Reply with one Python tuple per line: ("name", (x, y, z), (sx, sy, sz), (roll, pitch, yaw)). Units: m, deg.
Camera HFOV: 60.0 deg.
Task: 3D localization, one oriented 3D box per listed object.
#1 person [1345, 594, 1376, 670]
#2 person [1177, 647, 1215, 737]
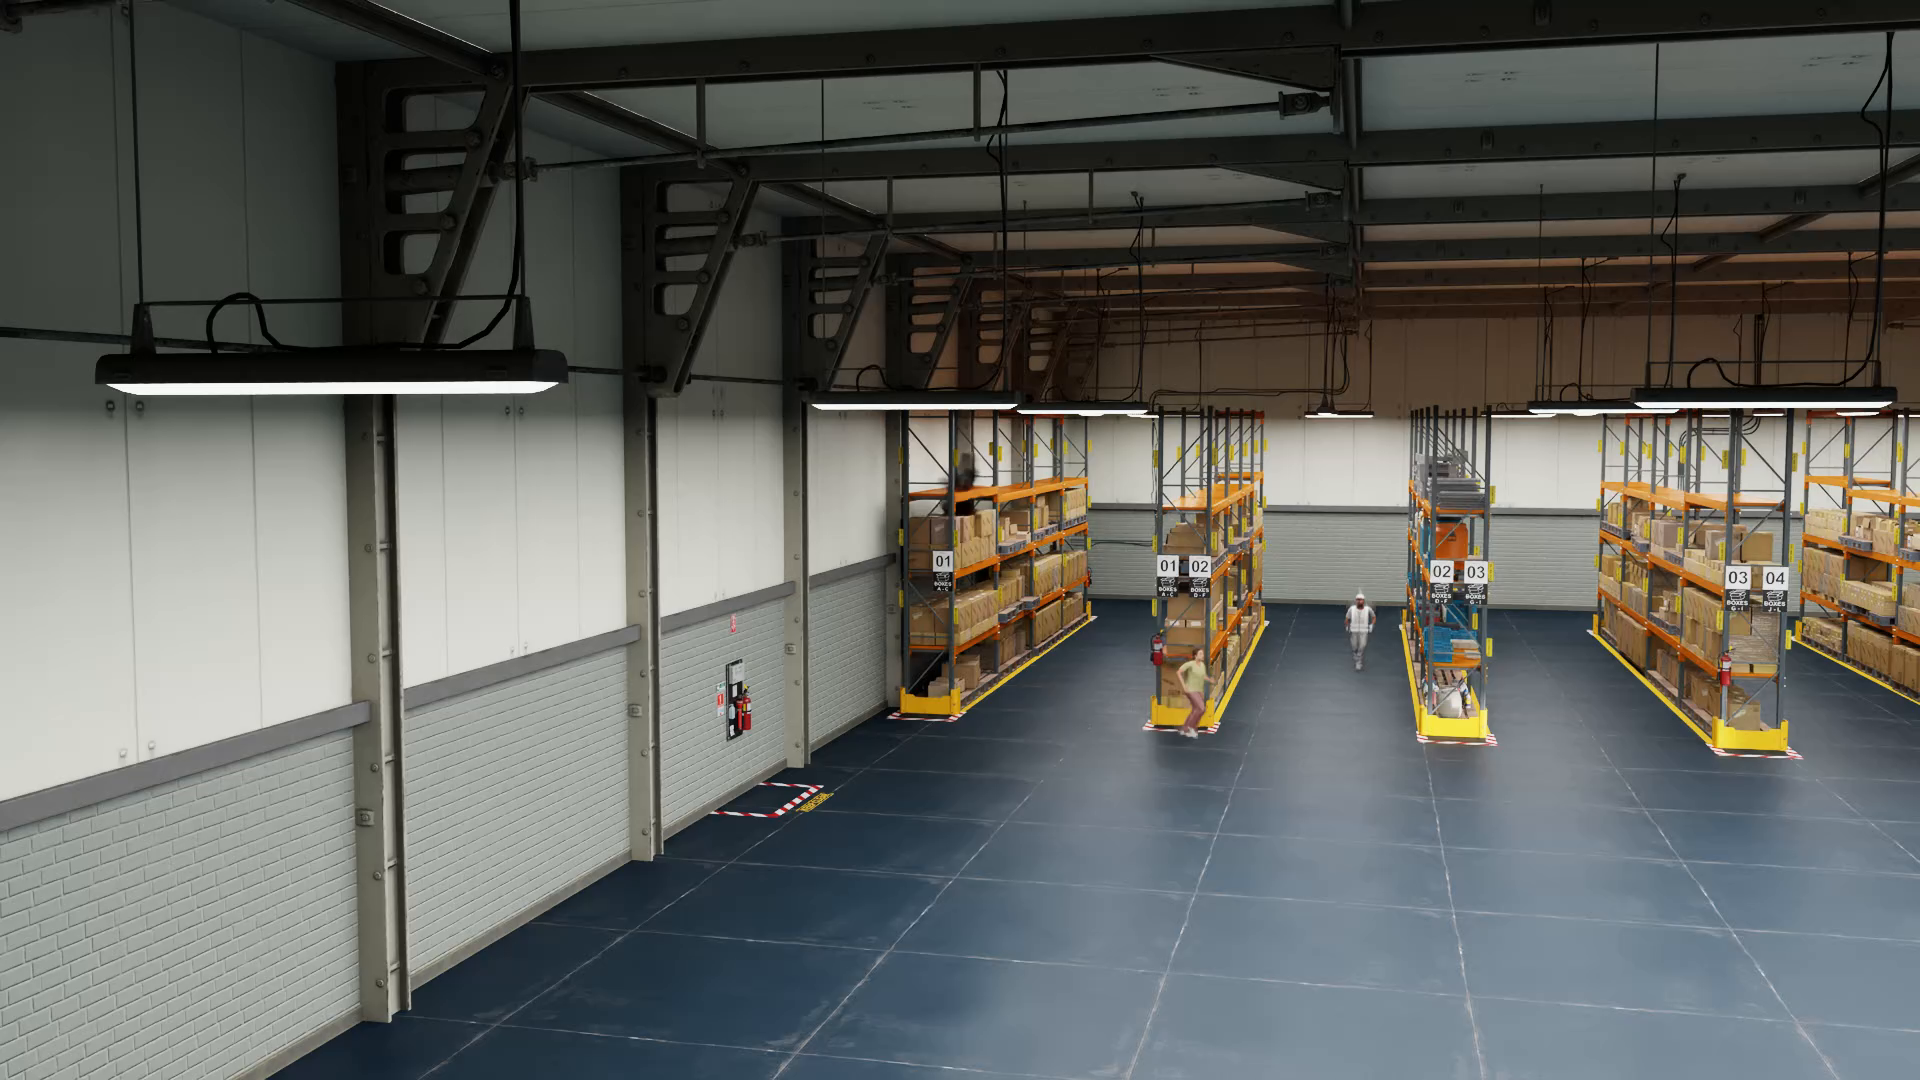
("person", (9.231, 2.117, 38.336), (0.696, 1.744, 0.761), (1, 4, 18))
("person", (4.203, 2.707, 29.575), (0.611, 1.615, 0.636), (-4, 6, -42))
